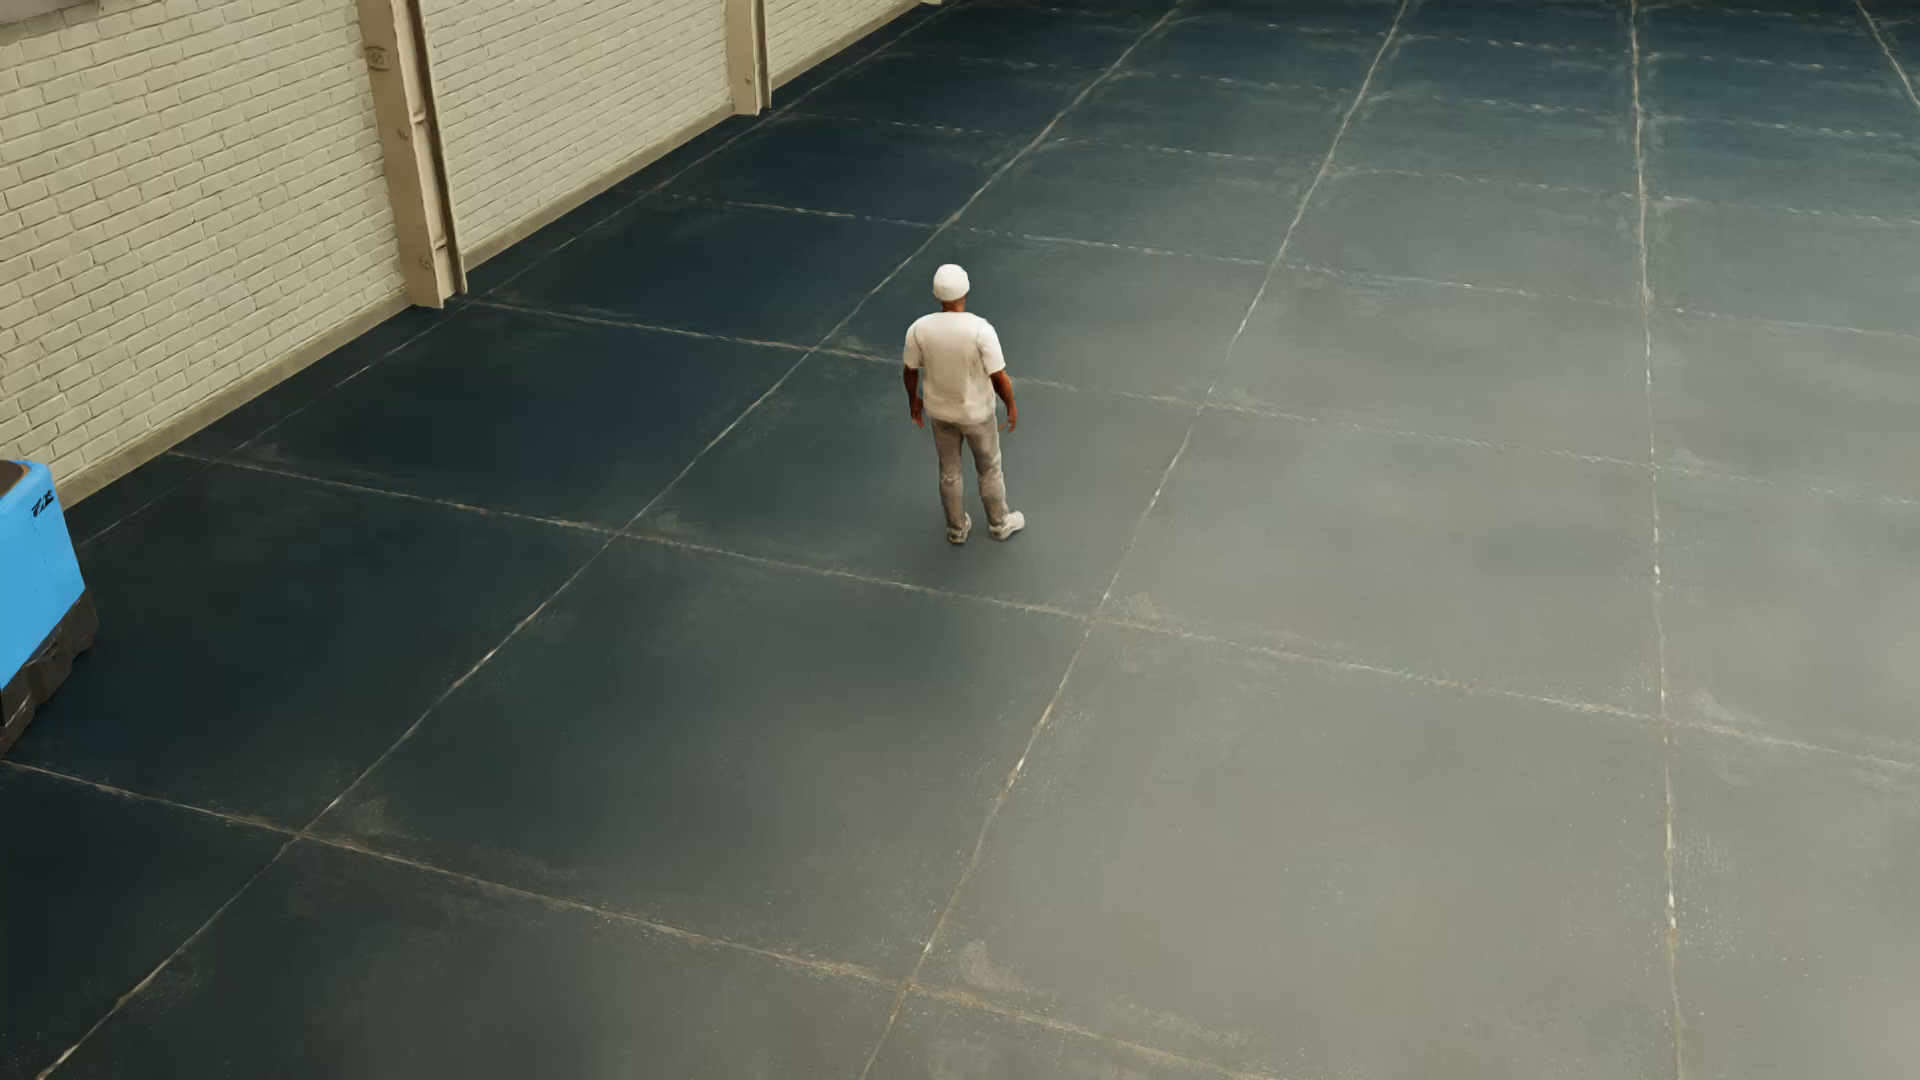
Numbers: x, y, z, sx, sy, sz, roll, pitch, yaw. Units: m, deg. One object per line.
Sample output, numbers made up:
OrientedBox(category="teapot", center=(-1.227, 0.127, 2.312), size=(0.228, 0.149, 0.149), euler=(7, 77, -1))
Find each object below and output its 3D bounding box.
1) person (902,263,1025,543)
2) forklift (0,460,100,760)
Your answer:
OrientedBox(category="person", center=(0.028, -0.805, 9.711), size=(0.665, 1.766, 0.576), euler=(10, 31, 16))
OrientedBox(category="forklift", center=(-5.214, -0.023, 7.177), size=(1.130, 2.935, 3.031), euler=(-1, 30, -1))
